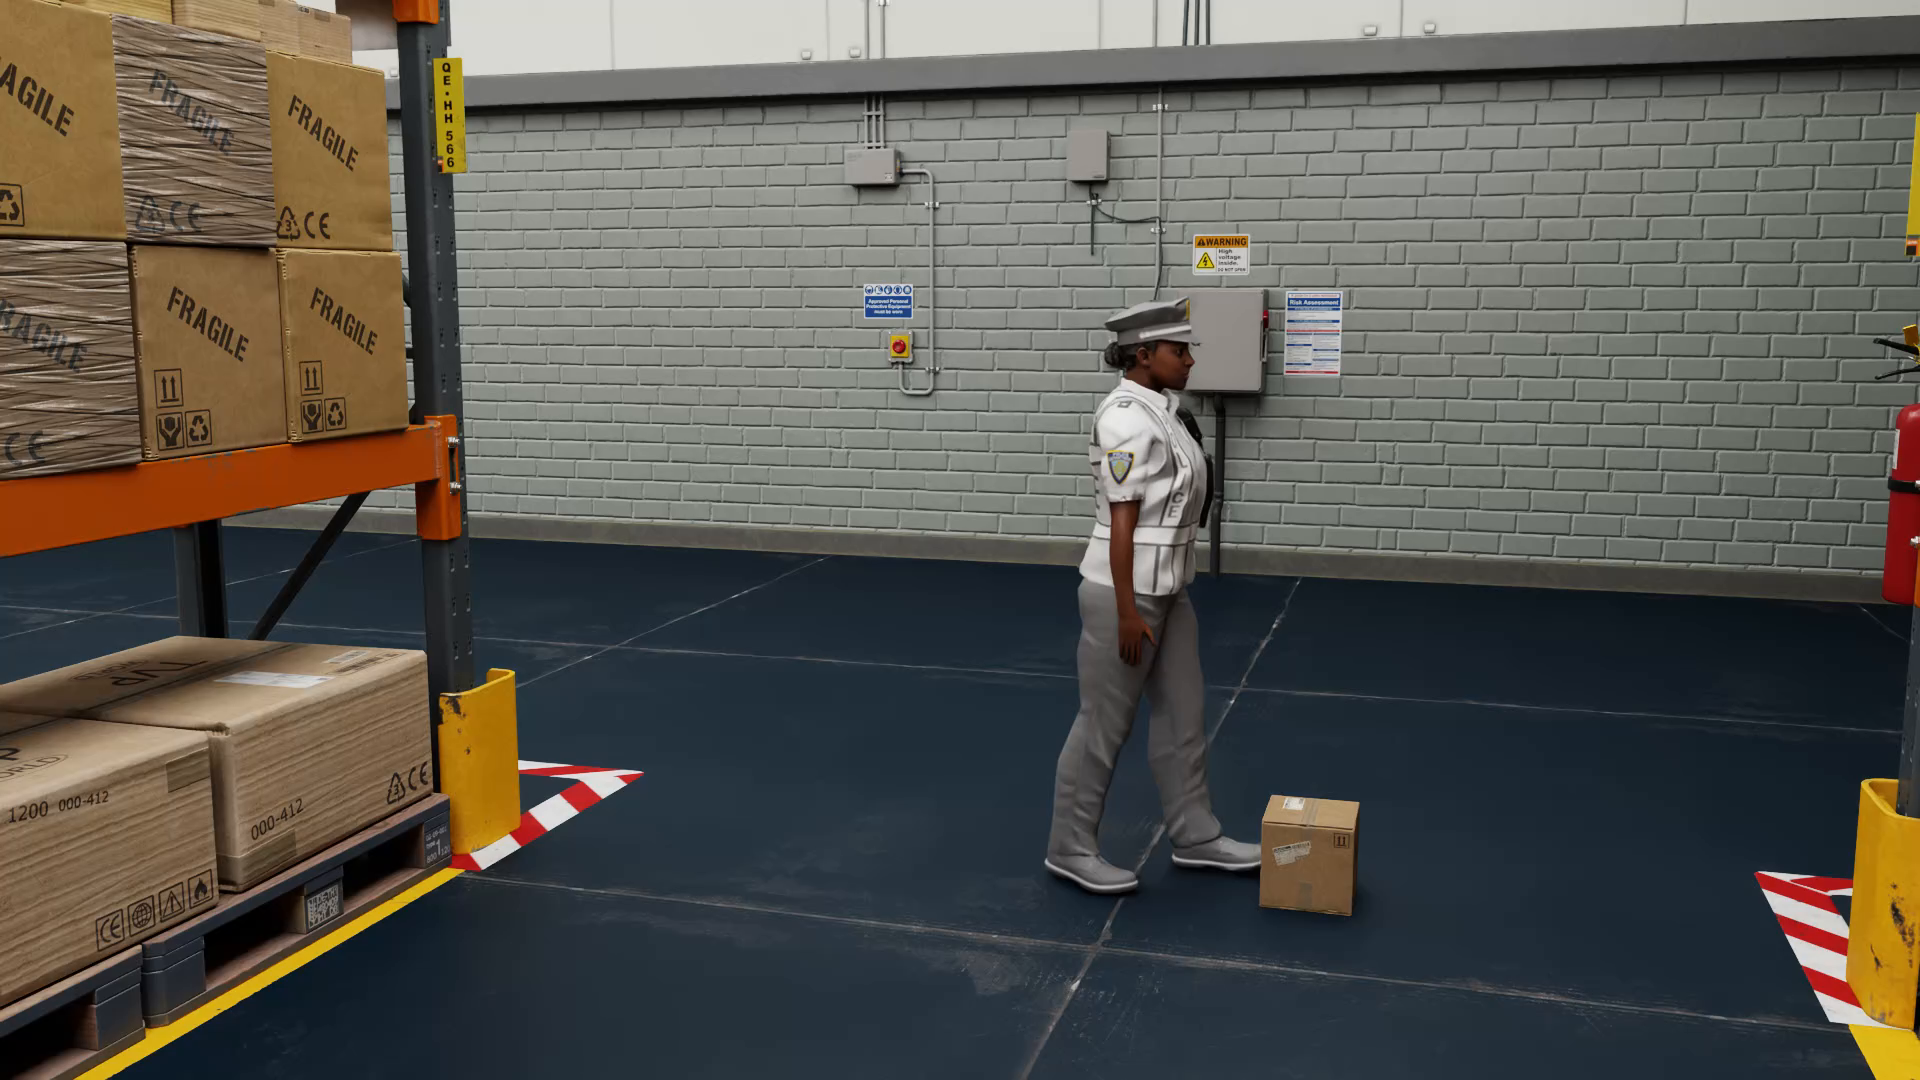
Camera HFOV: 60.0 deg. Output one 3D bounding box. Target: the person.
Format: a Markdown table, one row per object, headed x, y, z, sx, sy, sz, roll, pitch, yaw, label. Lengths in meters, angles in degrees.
| x | y | z | sx | sy | sz | roll | pitch | yaw | label |
| --- | --- | --- | --- | --- | --- | --- | --- | --- | --- |
| 0.566 | 0.156 | 4.702 | 0.607 | 1.674 | 0.469 | 4 | 9 | 23 | person |
